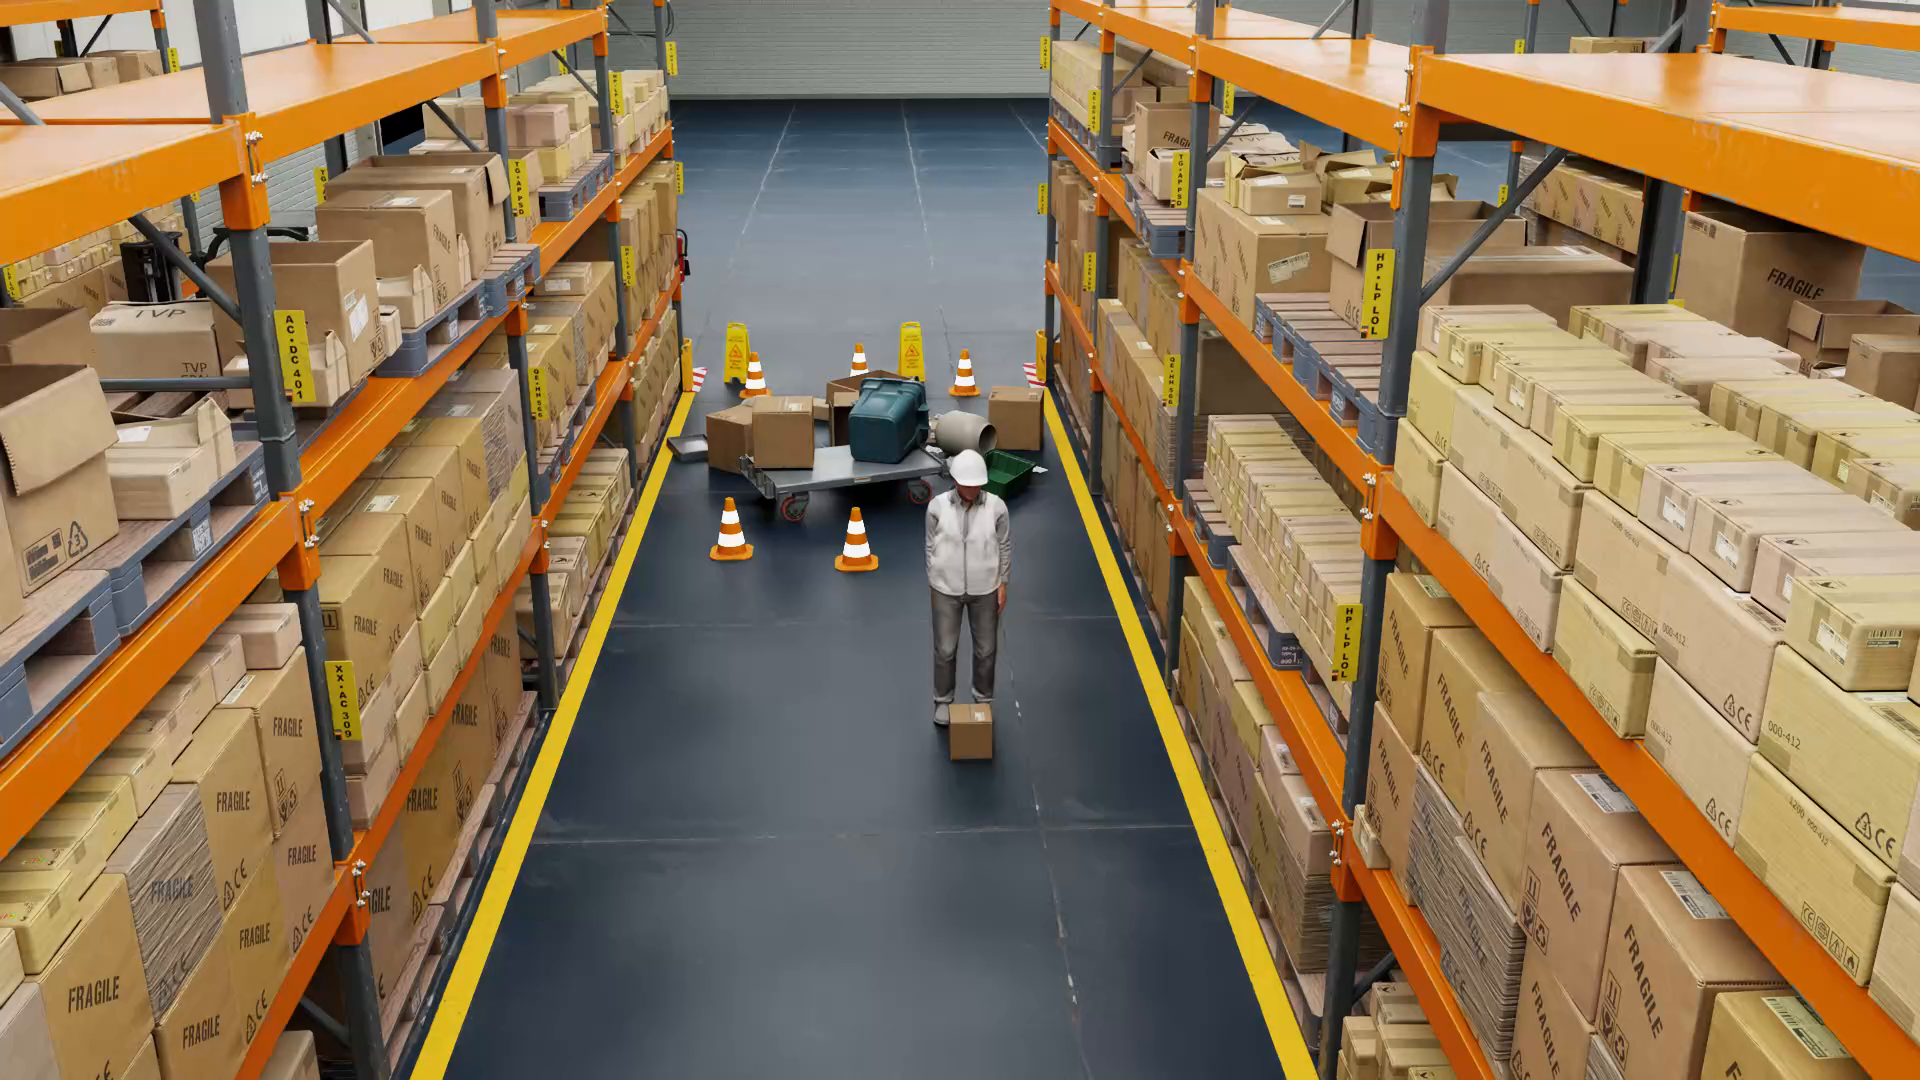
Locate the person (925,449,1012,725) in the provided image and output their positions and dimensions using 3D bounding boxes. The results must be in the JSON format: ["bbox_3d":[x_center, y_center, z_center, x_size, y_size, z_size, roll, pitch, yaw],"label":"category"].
[{"bbox_3d":[0.053,0.288,10.274,0.534,1.764,0.357,-1,20,-2],"label":"person"}]
